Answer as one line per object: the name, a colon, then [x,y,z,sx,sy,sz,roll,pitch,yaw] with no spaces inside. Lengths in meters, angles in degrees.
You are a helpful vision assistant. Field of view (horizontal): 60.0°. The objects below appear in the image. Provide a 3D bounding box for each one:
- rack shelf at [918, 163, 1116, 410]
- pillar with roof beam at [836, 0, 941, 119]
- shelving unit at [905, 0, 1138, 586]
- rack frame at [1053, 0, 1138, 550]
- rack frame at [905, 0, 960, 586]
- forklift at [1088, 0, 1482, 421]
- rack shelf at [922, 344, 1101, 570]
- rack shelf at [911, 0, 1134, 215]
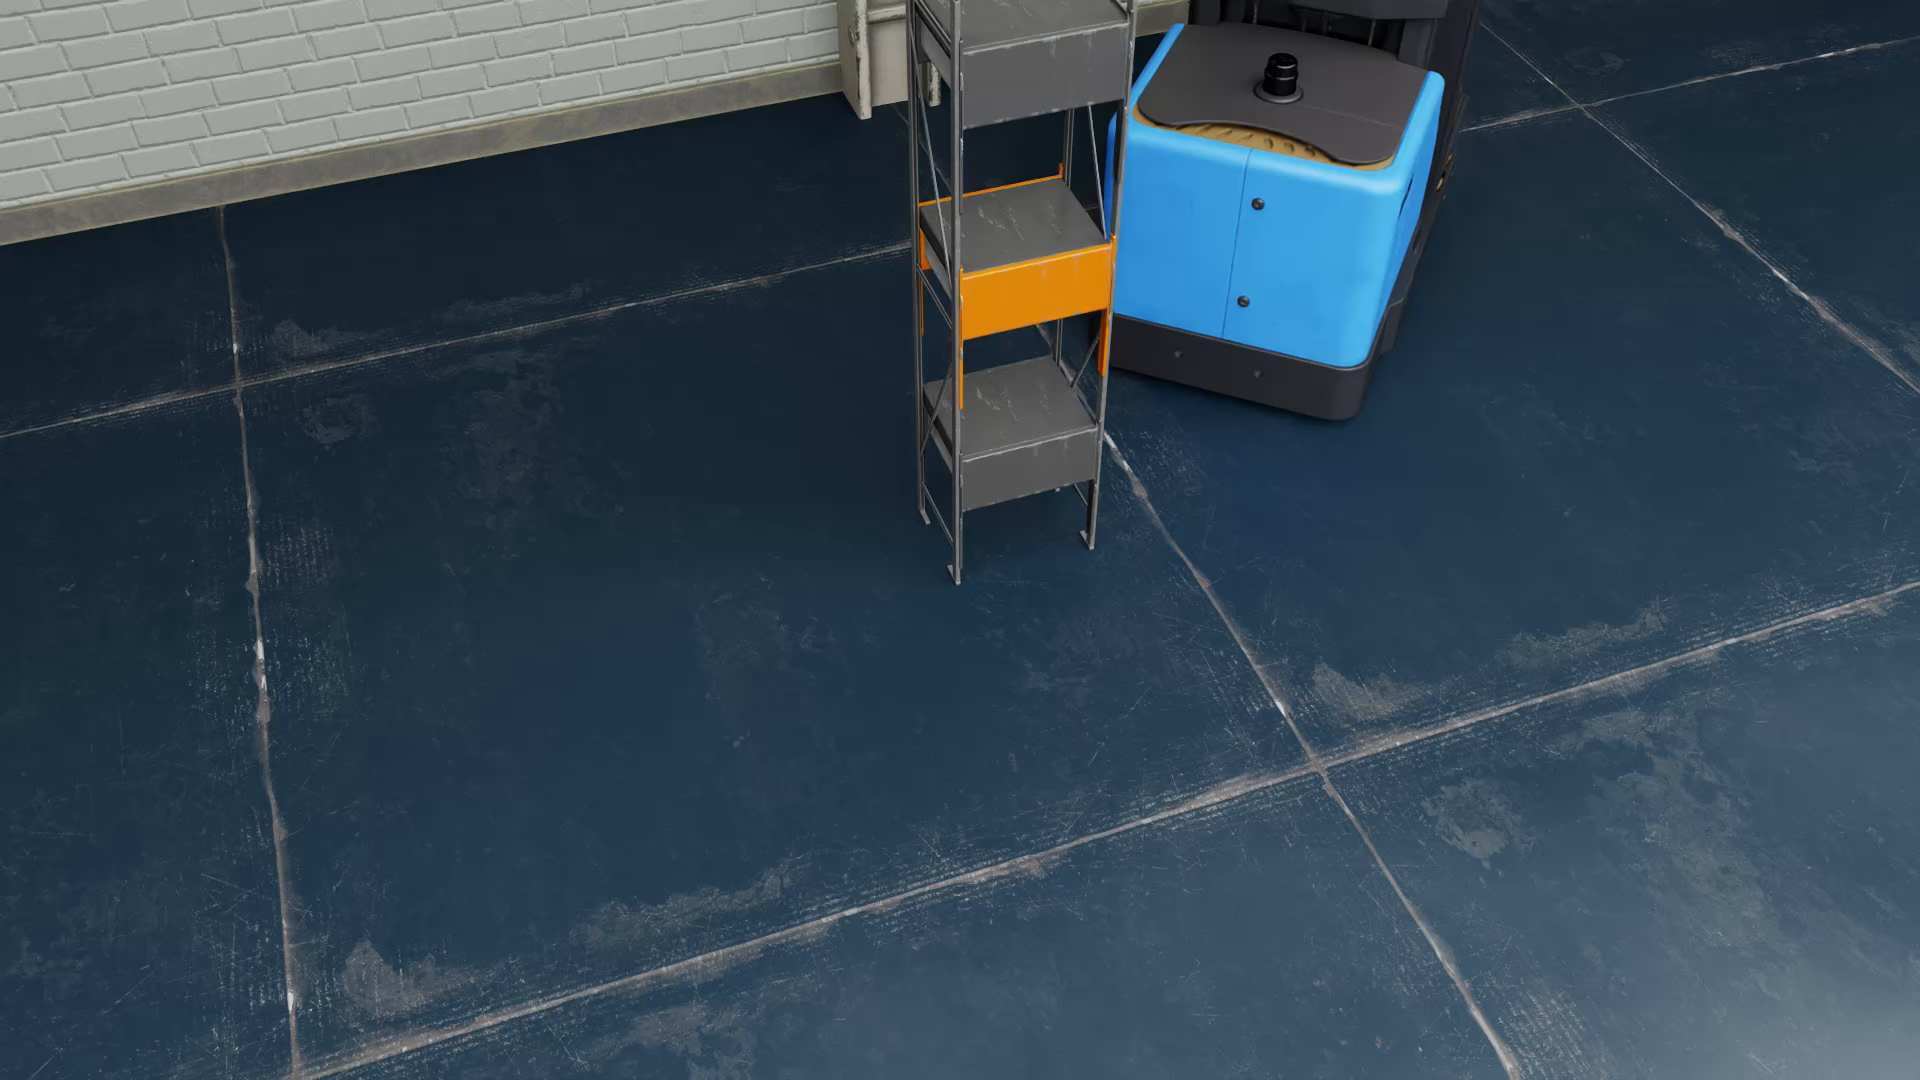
rack shelf: [0.156,-0.771,5.056,0.480,0.518,0.431,-14,47,-14]
pillar with roof beam: [1.134,-2.403,1.791,0.400,9.000,9.100,-14,47,-14]
shelving unit: [0.156,-0.781,5.046,0.503,2.100,0.431,-14,47,-14]
rack frame: [0.385,-0.840,5.104,0.015,2.100,0.400,-14,47,-14]
rack frame: [-0.074,-0.722,4.987,0.015,2.100,0.400,-14,47,-14]
forklift: [1.515,-2.530,6.202,1.130,2.935,3.031,16,47,15]
rack shelf: [0.156,-0.277,5.551,0.480,0.518,0.431,-14,47,-14]
rack shelf: [0.156,-1.266,4.560,0.480,0.518,0.431,-14,47,-14]
